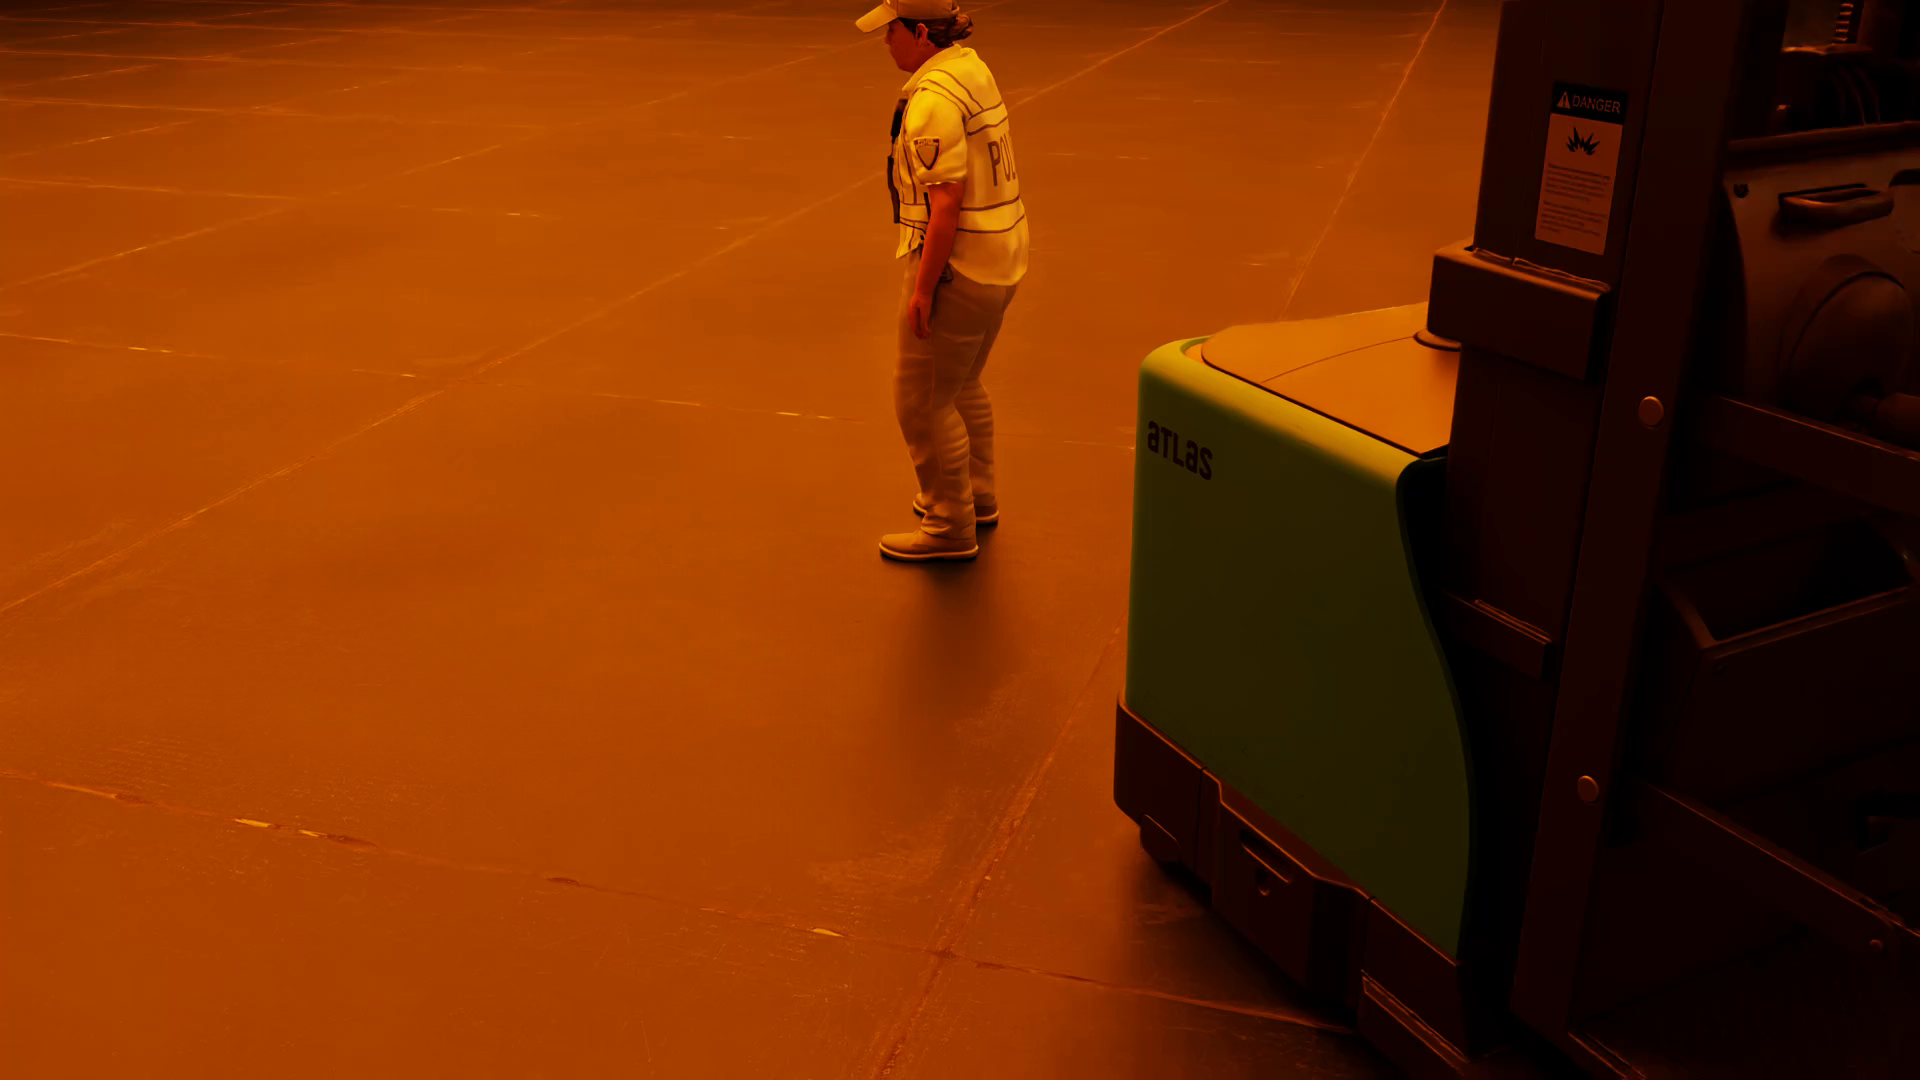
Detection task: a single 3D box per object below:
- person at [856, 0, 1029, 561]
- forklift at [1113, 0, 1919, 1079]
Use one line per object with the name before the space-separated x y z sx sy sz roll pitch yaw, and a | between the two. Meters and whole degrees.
person | -0.045 -0.772 4.813 0.467 1.665 0.560 5 23 13
forklift | 1.460 -0.330 2.080 1.130 2.935 3.031 -11 25 -25
